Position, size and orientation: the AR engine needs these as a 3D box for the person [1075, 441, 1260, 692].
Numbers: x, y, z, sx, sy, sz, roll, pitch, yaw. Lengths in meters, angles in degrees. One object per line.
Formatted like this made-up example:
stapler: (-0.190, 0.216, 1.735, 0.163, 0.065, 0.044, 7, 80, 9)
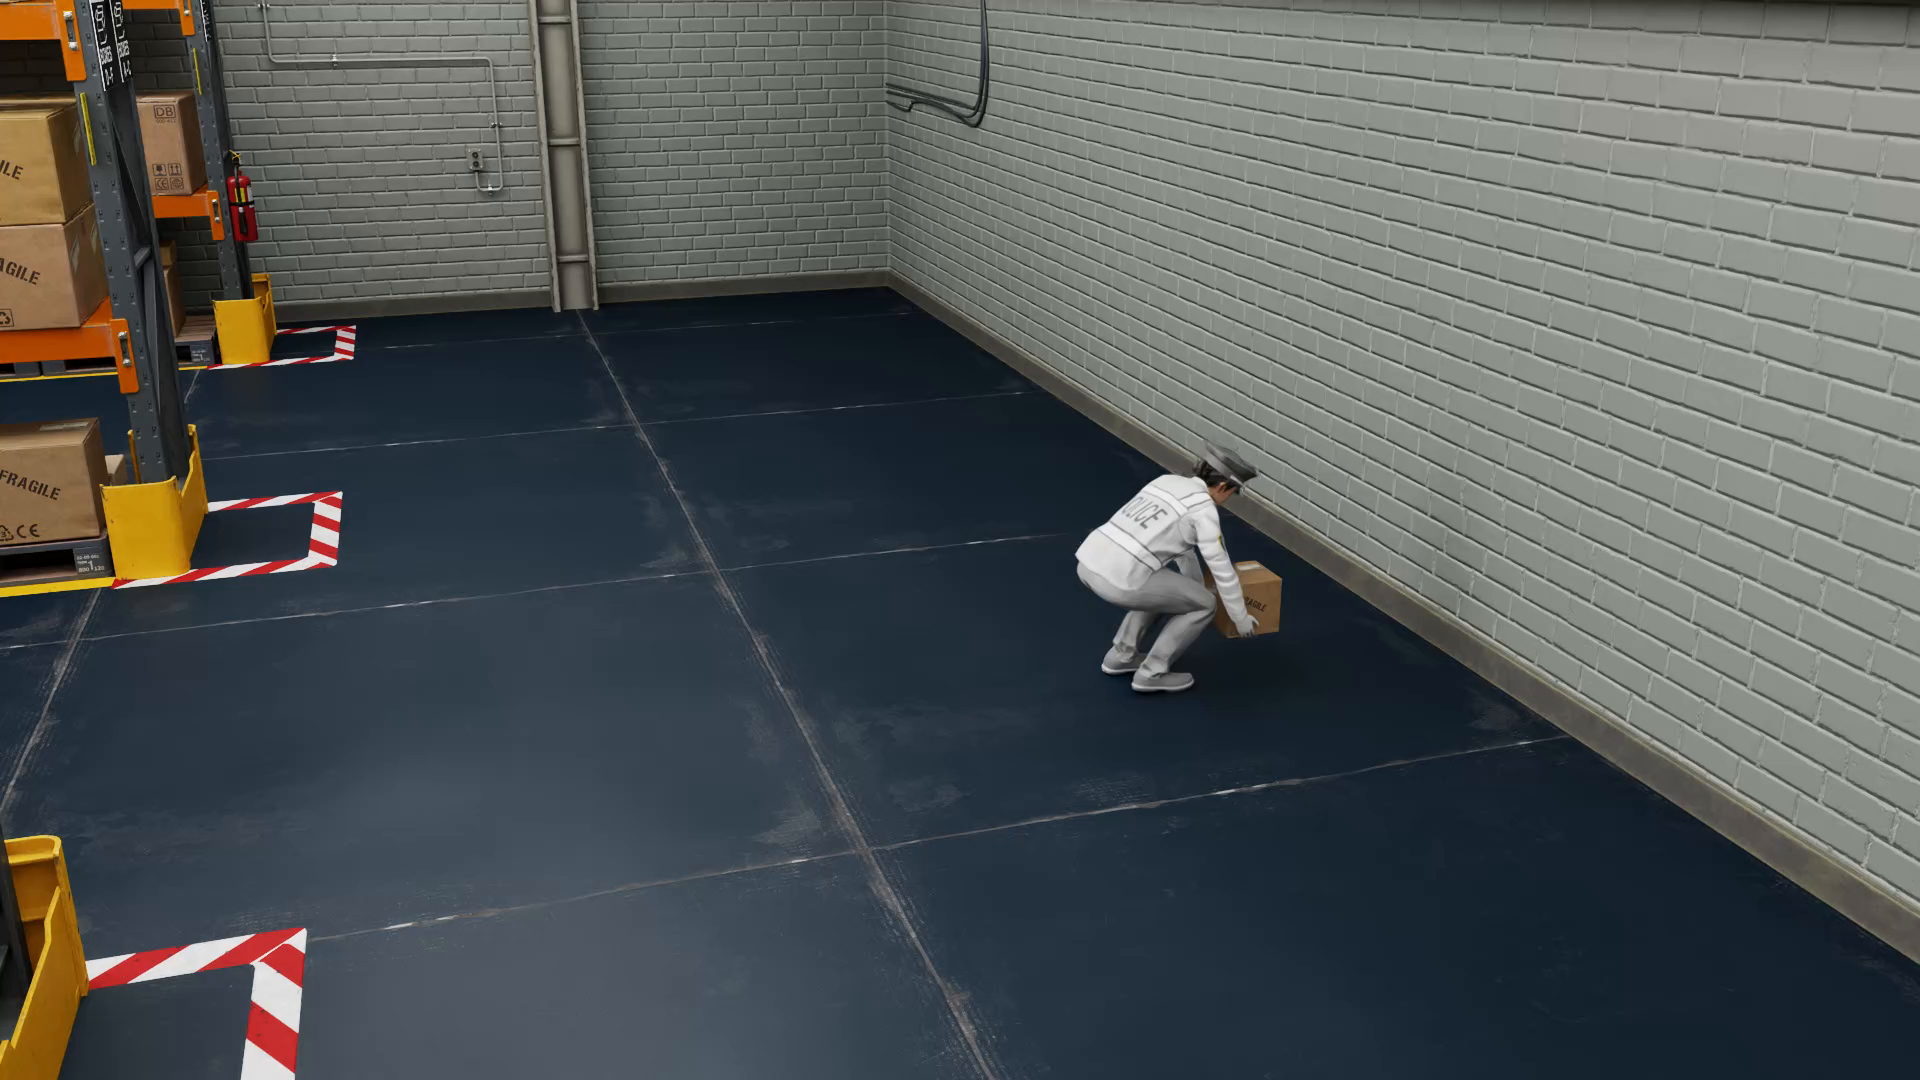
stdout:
person: (0.895, 0.111, 7.213, 0.819, 1.033, 0.497, -6, 20, -17)
